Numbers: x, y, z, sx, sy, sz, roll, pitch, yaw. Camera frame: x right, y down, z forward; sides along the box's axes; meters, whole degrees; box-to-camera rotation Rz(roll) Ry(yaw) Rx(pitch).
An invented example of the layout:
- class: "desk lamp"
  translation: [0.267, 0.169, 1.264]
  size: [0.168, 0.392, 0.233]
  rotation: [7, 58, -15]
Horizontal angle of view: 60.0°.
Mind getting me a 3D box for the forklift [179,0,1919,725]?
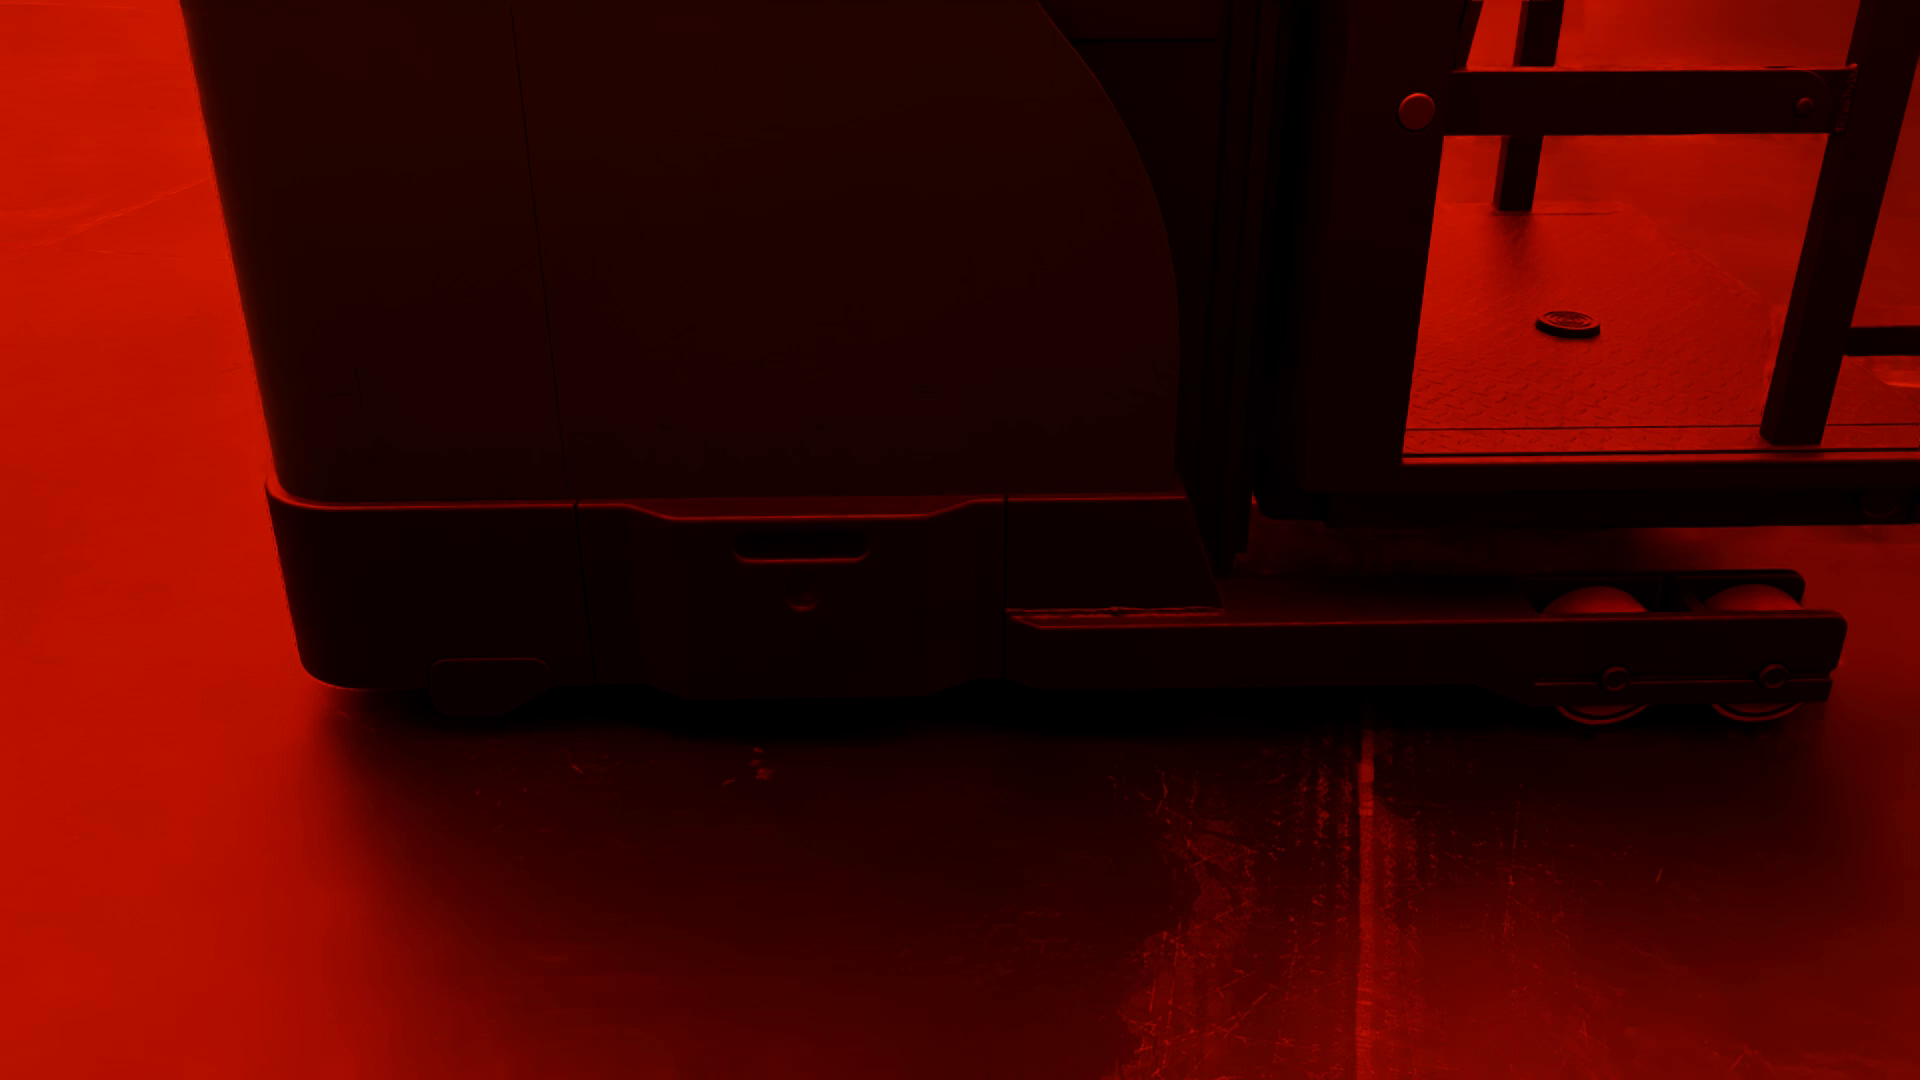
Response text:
- class: "forklift"
  translation: [0.683, -1.321, 1.864]
  size: [3.031, 2.935, 1.130]
  rotation: [-1, 27, -2]
